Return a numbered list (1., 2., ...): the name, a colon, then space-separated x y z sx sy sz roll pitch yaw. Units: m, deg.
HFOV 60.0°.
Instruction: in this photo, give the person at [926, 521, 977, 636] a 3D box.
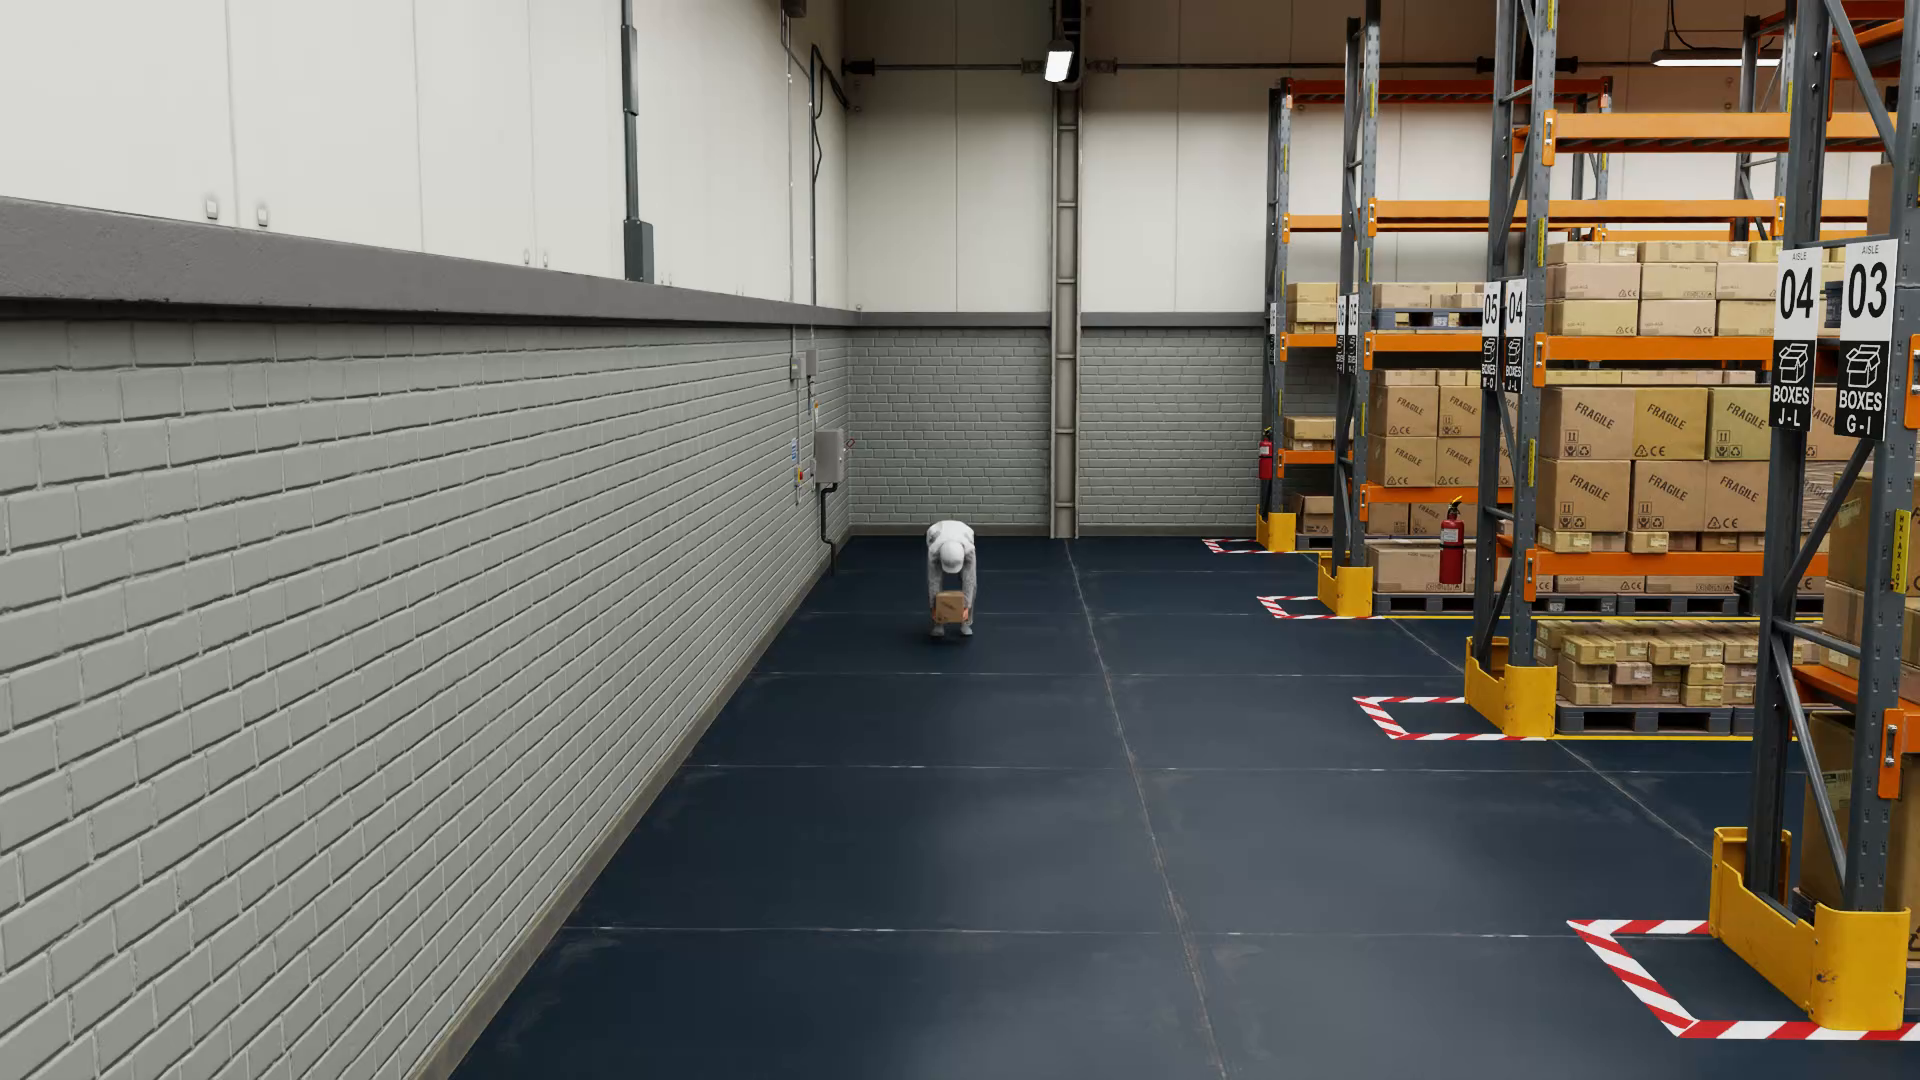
1. person: -0.077 0.381 15.416 0.477 1.078 1.011 0 7 -1
